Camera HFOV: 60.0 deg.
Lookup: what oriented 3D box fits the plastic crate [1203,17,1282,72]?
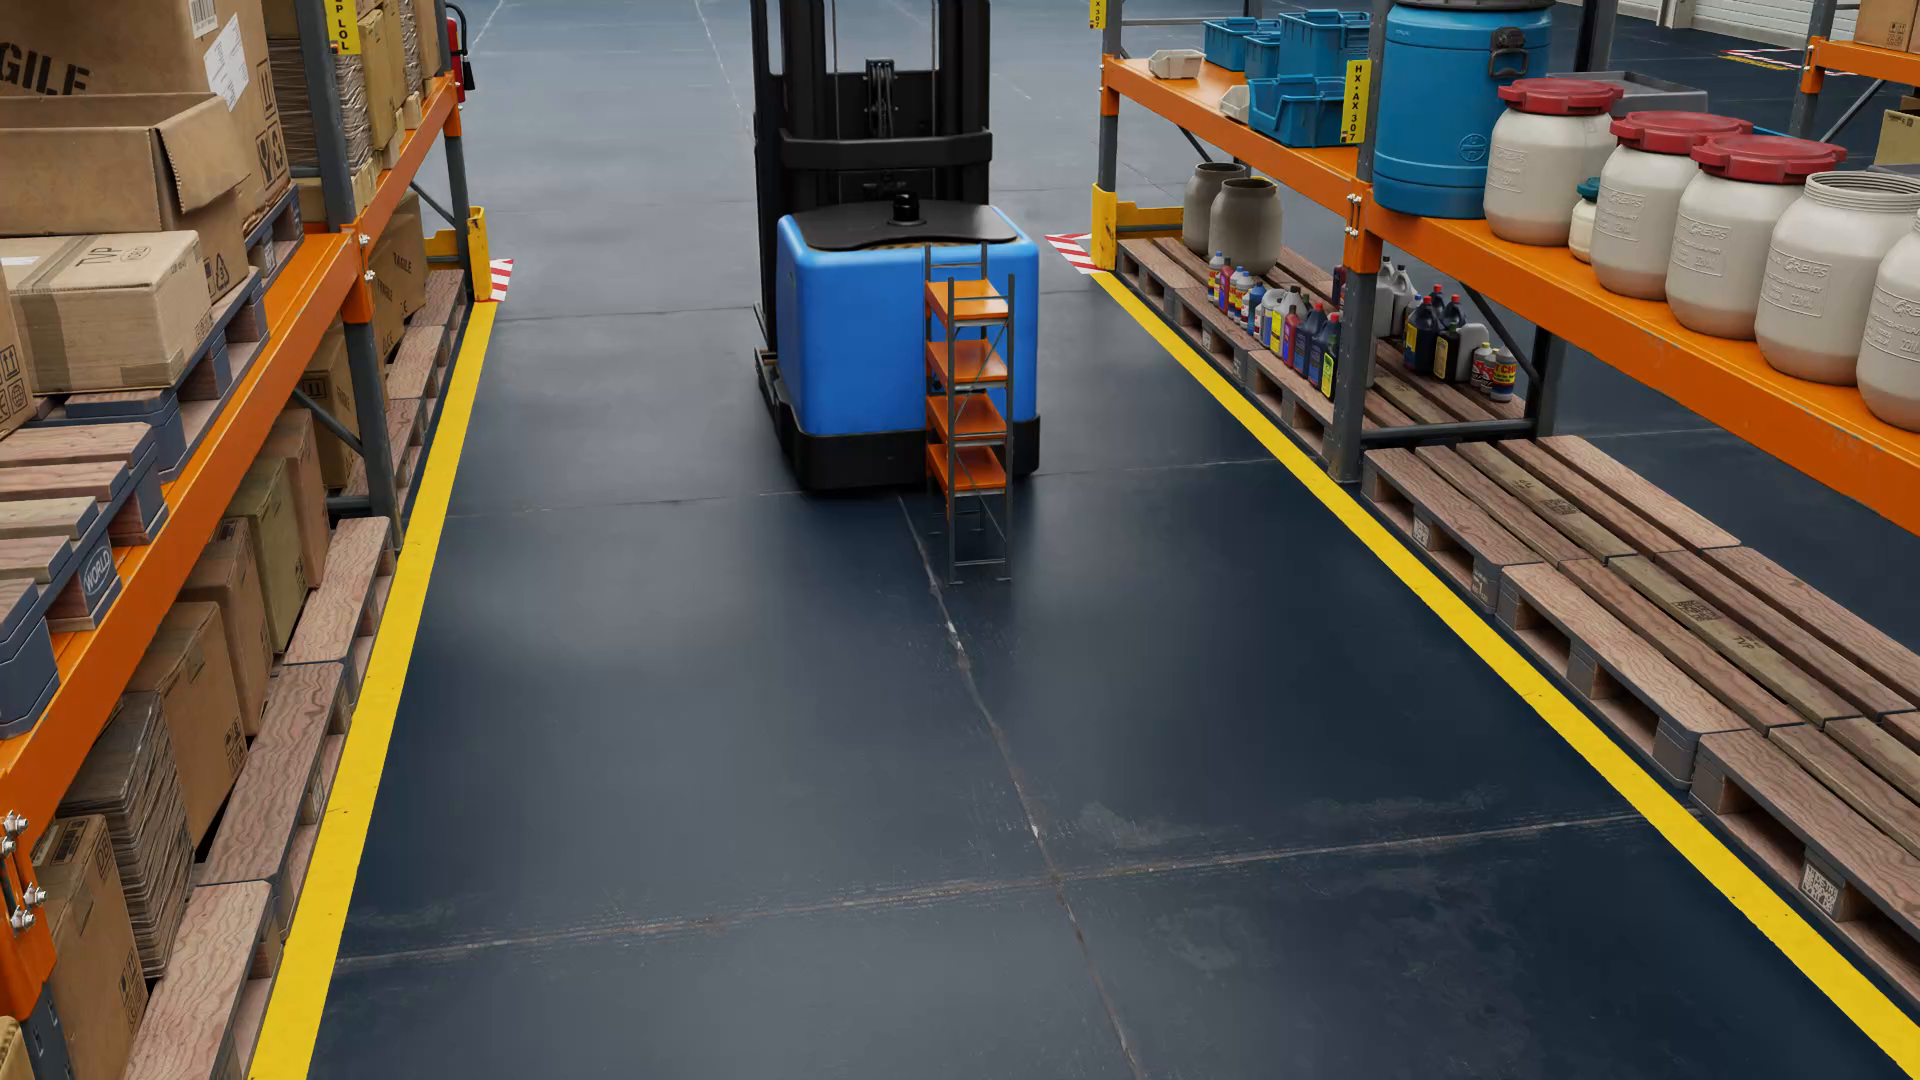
[{"bbox_3d":[1.784,-3.004,10.067,0.499,0.251,0.616,-4,24,-10],"label":"plastic crate"}]

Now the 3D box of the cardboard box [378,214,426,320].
[{"bbox_3d":[-3.227,-1.448,8.917,0.500,0.500,0.500,2,24,4],"label":"cardboard box"}]

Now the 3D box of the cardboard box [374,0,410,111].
[{"bbox_3d":[-3.054,-2.259,7.679,0.875,0.500,0.500,-4,24,-10],"label":"cardboard box"}]

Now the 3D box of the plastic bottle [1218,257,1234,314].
[{"bbox_3d":[1.450,-1.377,9.000,0.061,0.283,0.133,-4,24,-9],"label":"plastic bottle"}]

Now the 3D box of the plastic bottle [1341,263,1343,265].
[{"bbox_3d":[2.168,-1.477,9.330,0.097,0.201,0.097,0,24,0],"label":"plastic bottle"}]

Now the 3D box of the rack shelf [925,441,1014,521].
[{"bbox_3d":[0.031,-0.241,6.467,0.258,0.148,0.480,-4,24,-10],"label":"rack shelf"}]

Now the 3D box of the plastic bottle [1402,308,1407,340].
[{"bbox_3d":[2.331,-1.129,8.533,0.097,0.201,0.097,0,24,0],"label":"plastic bottle"}]

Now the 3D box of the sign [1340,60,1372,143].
[{"bbox_3d":[1.594,-1.764,6.696,0.100,0.325,0.005,-4,24,-10],"label":"sign"}]

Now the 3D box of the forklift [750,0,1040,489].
[{"bbox_3d":[-0.454,-2.121,7.943,1.130,2.935,3.031,-5,24,-11],"label":"forklift"}]

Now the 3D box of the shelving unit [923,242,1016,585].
[{"bbox_3d":[0.031,-0.485,6.361,0.258,1.200,0.503,-4,24,-10],"label":"shelving unit"}]

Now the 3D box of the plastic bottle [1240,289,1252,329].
[{"bbox_3d":[1.527,-1.217,8.736,0.097,0.201,0.097,0,24,0],"label":"plastic bottle"}]

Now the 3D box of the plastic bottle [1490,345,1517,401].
[{"bbox_3d":[2.509,-0.783,7.654,0.097,0.271,0.097,0,24,0],"label":"plastic bottle"}]

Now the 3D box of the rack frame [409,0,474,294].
[{"bbox_3d":[-3.470,-2.881,9.598,1.000,3.000,0.127,-4,24,-10],"label":"rack frame"}]

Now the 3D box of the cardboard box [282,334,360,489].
[{"bbox_3d":[-2.765,-0.515,6.779,0.500,0.500,0.500,-5,24,-11],"label":"cardboard box"}]

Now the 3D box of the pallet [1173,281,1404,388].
[{"bbox_3d":[1.825,-1.144,9.106,1.003,0.211,1.213,-4,24,-10],"label":"pallet"}]

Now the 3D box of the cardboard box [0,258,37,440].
[{"bbox_3d":[-2.332,-0.394,3.255,0.700,0.500,0.500,-1,24,-2],"label":"cardboard box"}]

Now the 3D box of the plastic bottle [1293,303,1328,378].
[{"bbox_3d":[1.699,-0.969,7.981,0.144,0.351,0.185,-6,24,-12],"label":"plastic bottle"}]

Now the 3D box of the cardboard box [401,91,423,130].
[{"bbox_3d":[-2.834,-2.087,8.094,0.380,0.149,0.250,-4,24,-10],"label":"cardboard box"}]

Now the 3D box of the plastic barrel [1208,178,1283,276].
[{"bbox_3d":[1.687,-1.849,9.820,0.421,0.512,0.421,0,24,0],"label":"plastic barrel"}]

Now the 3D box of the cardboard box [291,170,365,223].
[{"bbox_3d":[-2.475,-1.299,6.291,0.380,0.149,0.250,-4,24,-10],"label":"cardboard box"}]

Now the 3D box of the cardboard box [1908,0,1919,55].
[{"bbox_3d":[6.442,-3.267,10.359,0.700,0.500,0.500,-4,24,-8],"label":"cardboard box"}]

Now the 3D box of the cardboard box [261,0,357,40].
[{"bbox_3d":[-2.564,-2.144,6.164,0.500,0.500,0.500,-4,24,-10],"label":"cardboard box"}]

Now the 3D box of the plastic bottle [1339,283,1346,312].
[{"bbox_3d":[2.094,-1.304,8.935,0.097,0.201,0.097,0,24,0],"label":"plastic bottle"}]

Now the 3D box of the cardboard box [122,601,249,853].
[{"bbox_3d":[-2.361,0.508,4.412,0.700,0.500,0.500,-2,24,-5],"label":"cardboard box"}]

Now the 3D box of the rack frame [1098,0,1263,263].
[{"bbox_3d":[1.397,-3.247,10.437,1.000,3.000,0.127,-4,24,-10],"label":"rack frame"}]

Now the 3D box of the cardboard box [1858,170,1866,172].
[{"bbox_3d":[6.146,-2.317,11.219,0.500,0.250,0.500,-4,24,-10],"label":"cardboard box"}]

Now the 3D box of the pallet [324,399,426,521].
[{"bbox_3d":[-2.889,-0.291,7.153,1.003,0.211,1.213,-4,24,-10],"label":"pallet"}]

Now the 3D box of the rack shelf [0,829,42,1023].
[{"bbox_3d":[-1.621,1.382,0.736,1.077,0.370,4.000,-4,24,-10],"label":"rack shelf"}]

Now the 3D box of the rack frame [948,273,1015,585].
[{"bbox_3d":[0.076,-0.389,6.141,0.240,1.200,0.015,-4,24,-10],"label":"rack frame"}]

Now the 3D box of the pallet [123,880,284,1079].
[{"bbox_3d":[-2.134,1.236,3.655,1.003,0.211,1.213,-4,24,-10],"label":"pallet"}]

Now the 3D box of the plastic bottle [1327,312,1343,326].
[{"bbox_3d":[1.840,-0.956,8.044,0.152,0.276,0.135,-4,24,-10],"label":"plastic bottle"}]

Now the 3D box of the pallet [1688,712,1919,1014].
[{"bbox_3d":[2.772,0.870,4.495,1.003,0.211,1.213,-4,24,-10],"label":"pallet"}]

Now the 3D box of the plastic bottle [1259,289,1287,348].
[{"bbox_3d":[1.613,-1.126,8.434,0.152,0.276,0.135,-4,24,-9],"label":"plastic bottle"}]

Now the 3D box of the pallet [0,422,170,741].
[{"bbox_3d":[-2.227,0.081,3.055,1.213,0.211,1.003,-4,24,-10],"label":"pallet"}]

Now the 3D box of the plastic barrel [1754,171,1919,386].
[{"bbox_3d":[2.399,-0.706,4.480,0.421,0.512,0.421,0,24,0],"label":"plastic barrel"}]

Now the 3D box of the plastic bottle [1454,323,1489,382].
[{"bbox_3d":[2.422,-0.910,7.940,0.152,0.276,0.135,-3,24,-8],"label":"plastic bottle"}]

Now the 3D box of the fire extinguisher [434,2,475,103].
[{"bbox_3d":[-3.039,-2.924,9.795,0.296,0.674,0.183,-4,24,-10],"label":"fire extinguisher"}]

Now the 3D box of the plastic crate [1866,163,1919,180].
[{"bbox_3d":[2.879,-0.788,4.727,0.402,0.464,0.583,-4,24,-10],"label":"plastic crate"}]

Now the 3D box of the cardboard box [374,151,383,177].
[{"bbox_3d":[-2.637,-1.592,6.962,0.380,0.149,0.250,-4,24,-10],"label":"cardboard box"}]

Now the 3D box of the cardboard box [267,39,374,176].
[{"bbox_3d":[-2.753,-1.671,6.332,0.875,0.500,0.500,-4,24,-10],"label":"cardboard box"}]

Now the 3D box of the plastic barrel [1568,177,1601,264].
[{"bbox_3d":[2.231,-1.079,5.645,0.301,0.262,0.301,0,24,0],"label":"plastic barrel"}]

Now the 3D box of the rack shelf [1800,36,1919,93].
[{"bbox_3d":[6.636,-2.496,9.616,1.077,0.370,4.000,-4,24,-10],"label":"rack shelf"}]

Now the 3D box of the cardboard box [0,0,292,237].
[{"bbox_3d":[-2.721,-1.452,5.052,1.000,1.000,1.000,-4,24,-9],"label":"cardboard box"}]

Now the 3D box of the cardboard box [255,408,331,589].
[{"bbox_3d":[-2.638,-0.120,5.851,0.700,0.500,0.500,-6,24,-14],"label":"cardboard box"}]

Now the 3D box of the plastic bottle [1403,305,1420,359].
[{"bbox_3d":[2.250,-1.022,8.200,0.097,0.271,0.097,0,24,0],"label":"plastic bottle"}]
